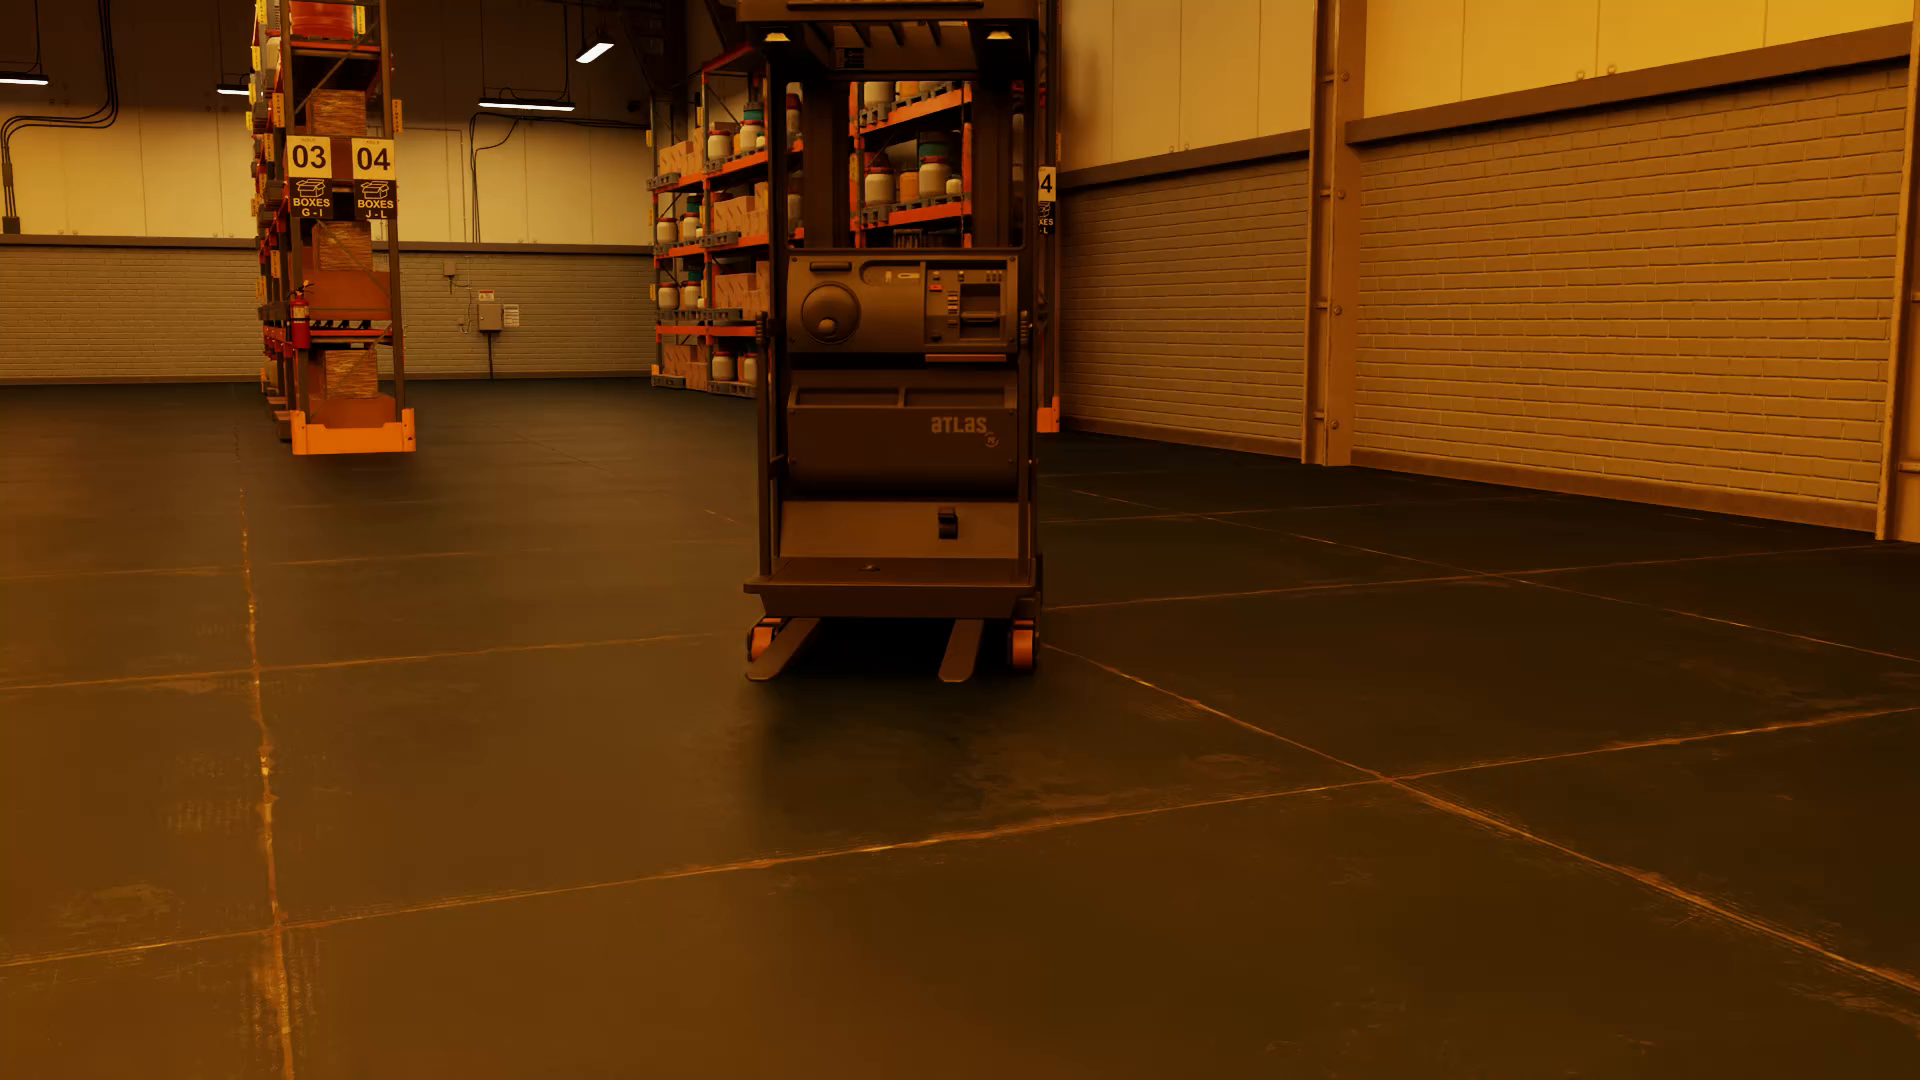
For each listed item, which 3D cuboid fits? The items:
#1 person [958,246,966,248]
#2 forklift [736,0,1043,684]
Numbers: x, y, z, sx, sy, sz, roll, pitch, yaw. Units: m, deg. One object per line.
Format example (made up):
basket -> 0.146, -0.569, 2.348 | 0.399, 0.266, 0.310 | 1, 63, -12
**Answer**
person -> 0.024, -0.874, 9.972 | 0.666, 1.768, 0.575 | -3, 8, -23
forklift -> -0.240, -0.995, 6.483 | 1.130, 2.935, 3.031 | 0, 8, 3
